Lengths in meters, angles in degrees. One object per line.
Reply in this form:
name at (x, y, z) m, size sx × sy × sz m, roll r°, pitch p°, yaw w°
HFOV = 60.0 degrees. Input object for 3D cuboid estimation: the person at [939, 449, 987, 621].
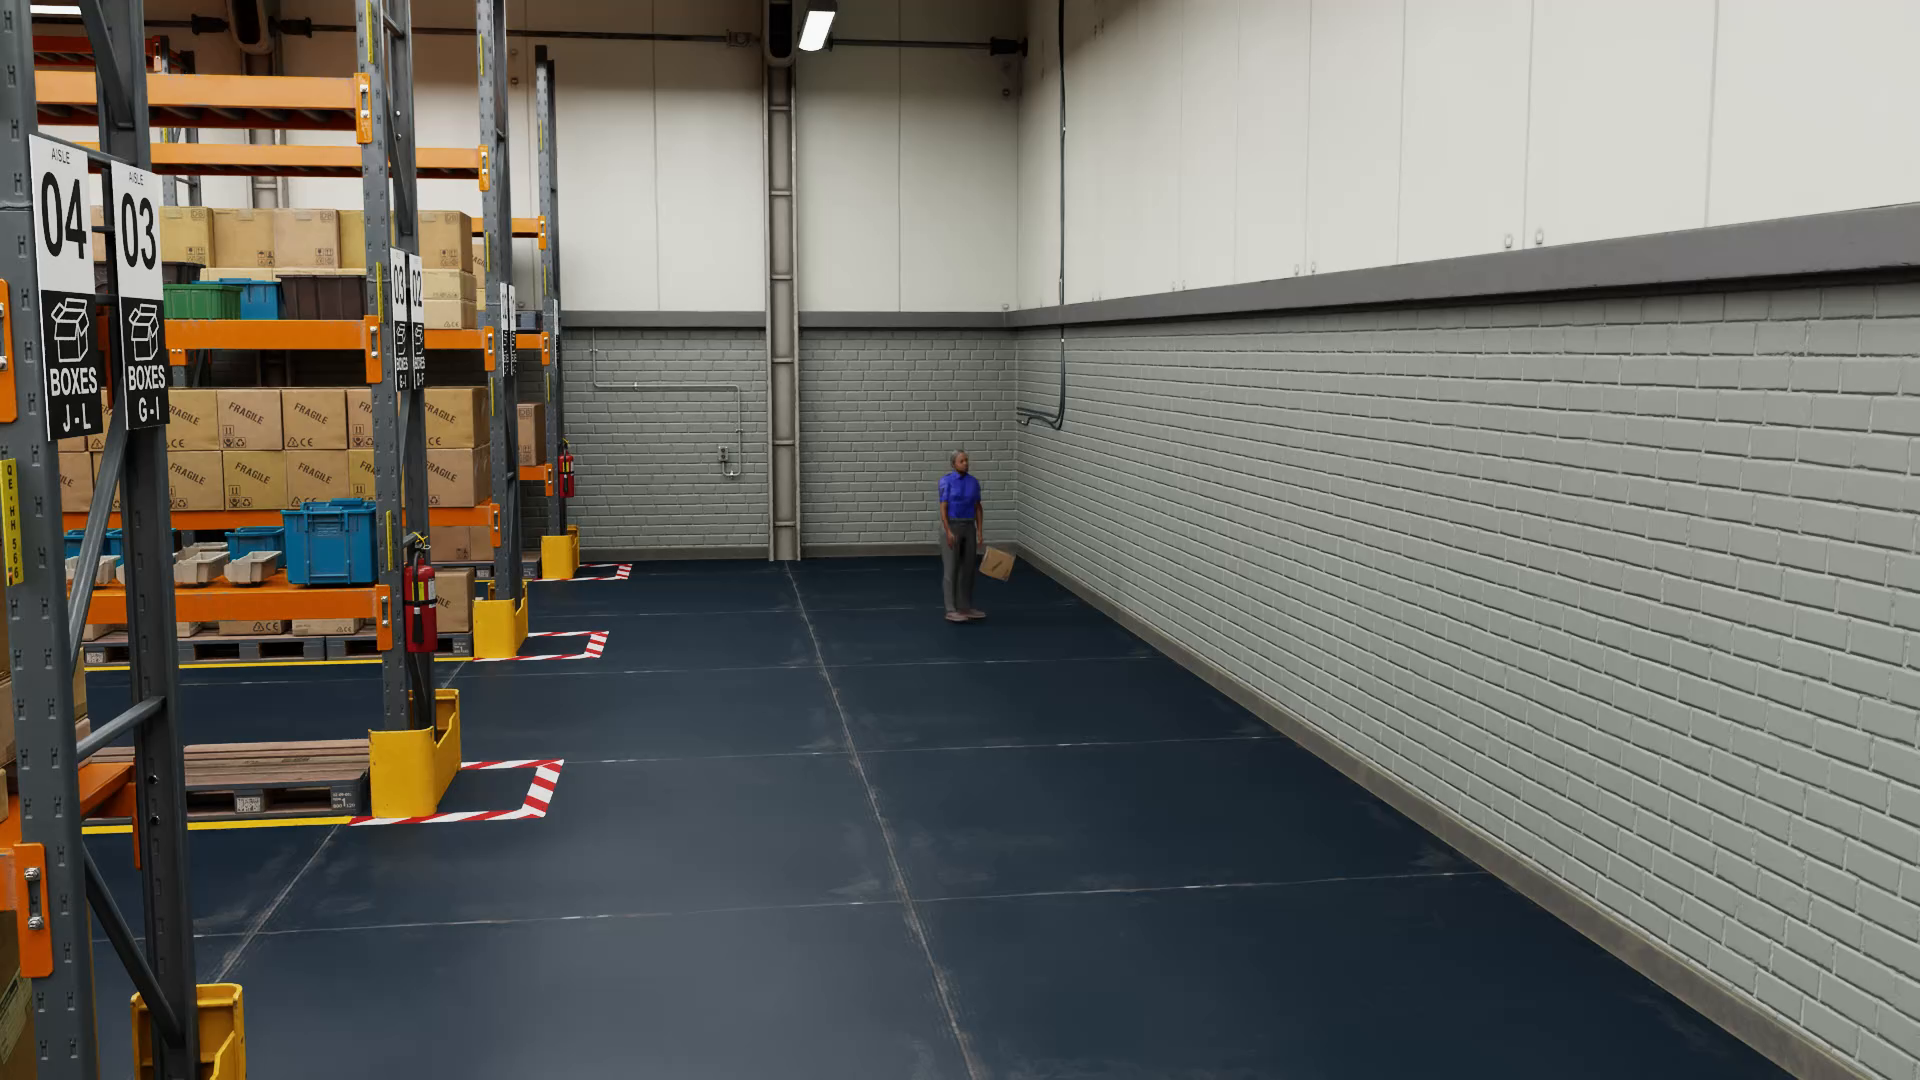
person at (0.060, -0.048, 16.103) m, size 0.496 × 1.663 × 0.477 m, roll -4°, pitch 8°, yaw -32°
